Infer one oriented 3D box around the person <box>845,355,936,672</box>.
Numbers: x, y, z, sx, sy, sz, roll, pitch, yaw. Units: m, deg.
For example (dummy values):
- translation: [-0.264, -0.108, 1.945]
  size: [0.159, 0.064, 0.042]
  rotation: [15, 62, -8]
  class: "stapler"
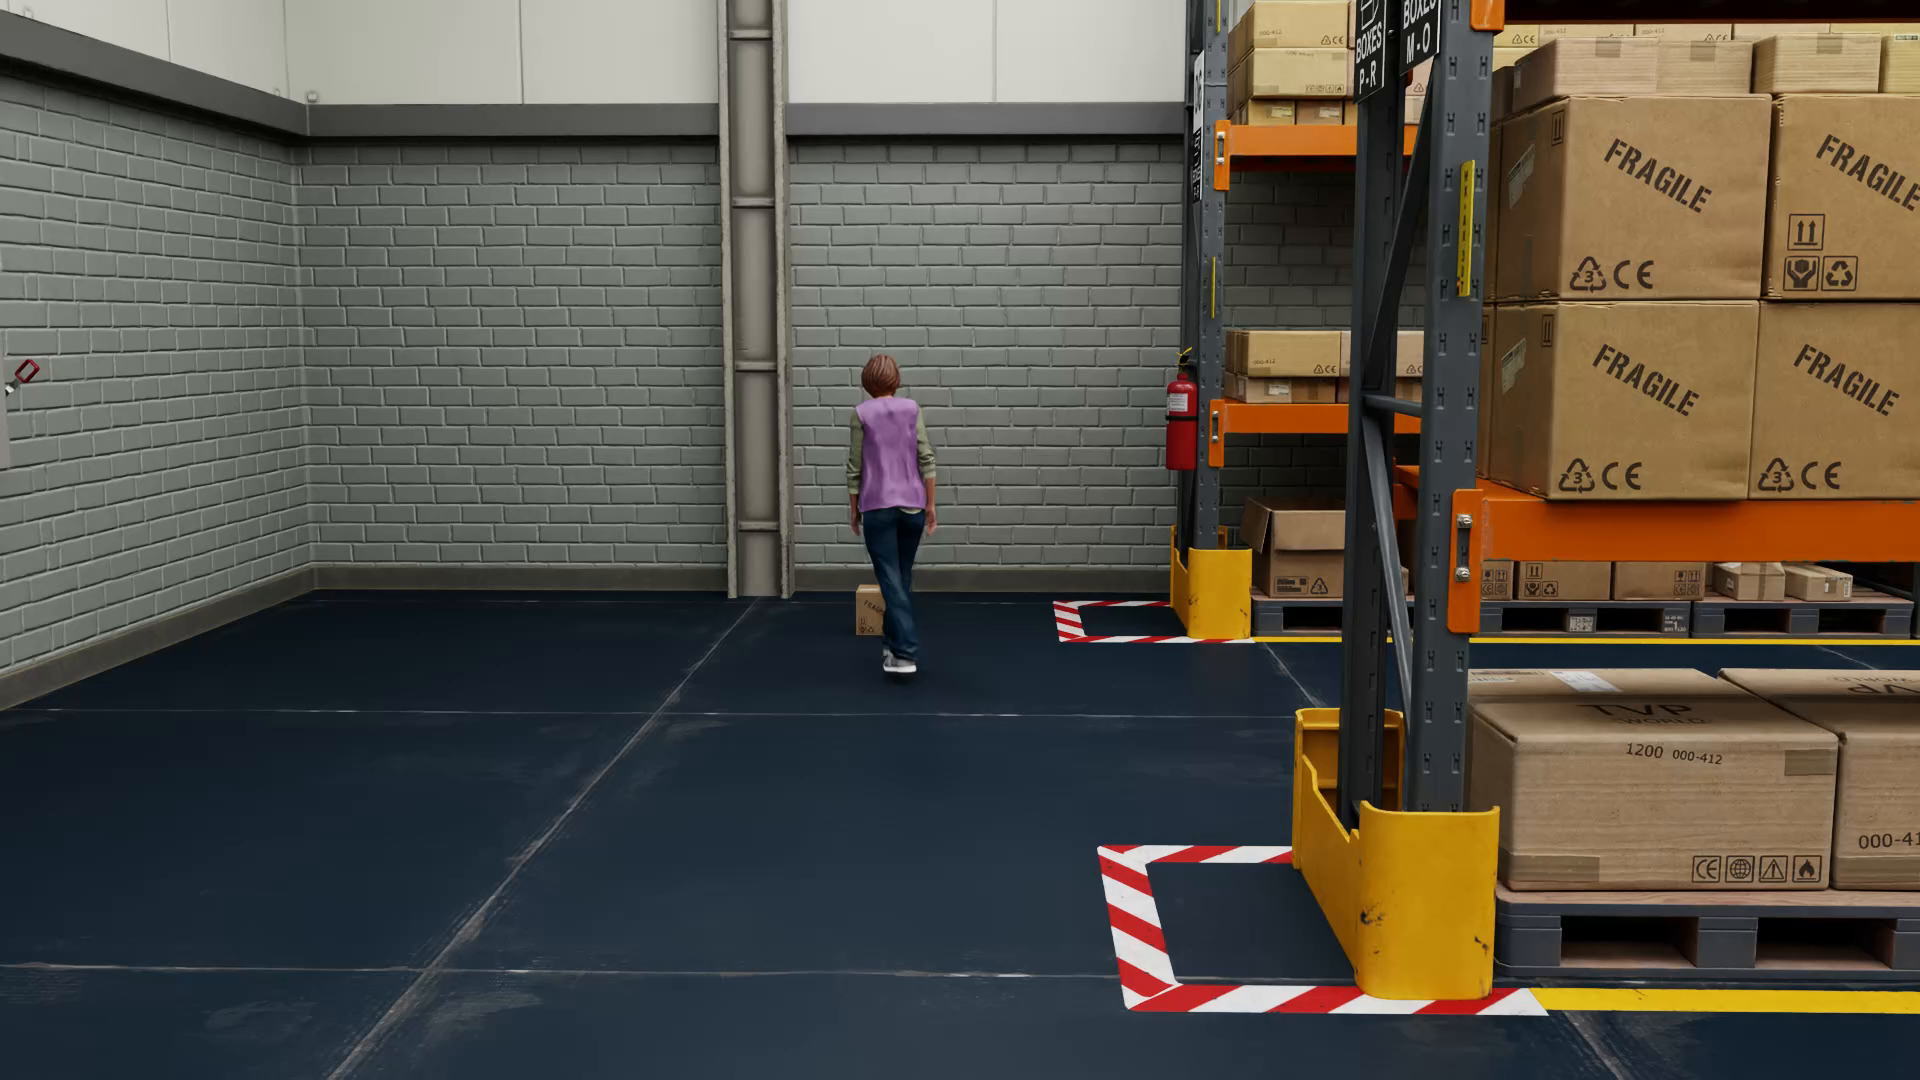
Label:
- translation: [-0.360, -0.134, 8.354]
  size: [0.420, 1.557, 0.783]
  rotation: [-3, 8, -24]
  class: "person"
